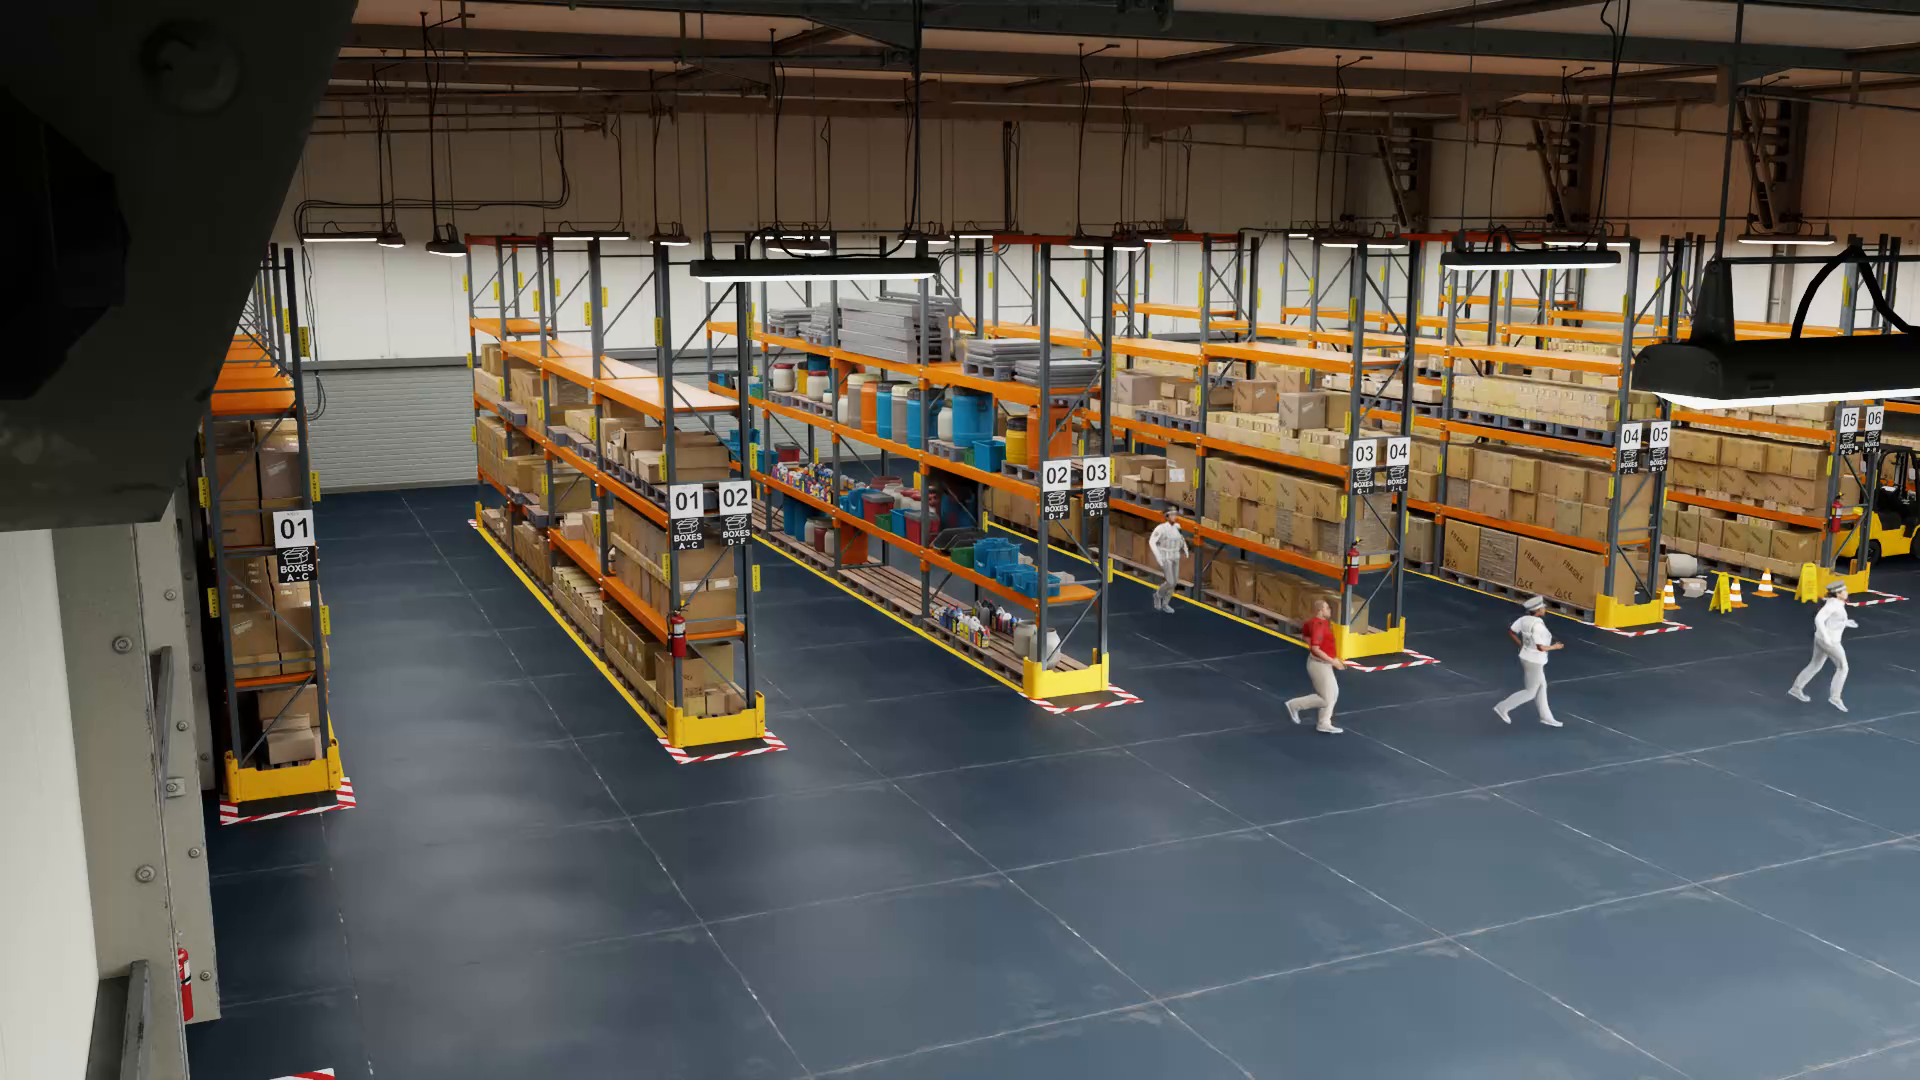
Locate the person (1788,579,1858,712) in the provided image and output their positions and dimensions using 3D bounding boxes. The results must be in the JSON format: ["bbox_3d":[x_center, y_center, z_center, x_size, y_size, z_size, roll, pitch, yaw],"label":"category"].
[{"bbox_3d":[11.305,1.356,21.718,0.743,1.744,0.606,3,11,15],"label":"person"}]

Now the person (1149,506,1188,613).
[{"bbox_3d":[3.246,0.290,25.761,0.634,1.677,0.461,-7,13,-33],"label":"person"}]

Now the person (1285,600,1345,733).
[{"bbox_3d":[4.412,1.577,20.625,0.736,1.697,0.668,1,11,4],"label":"person"}]

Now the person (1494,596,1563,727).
[{"bbox_3d":[7.127,1.530,20.723,0.923,1.694,0.541,0,11,-1],"label":"person"}]
